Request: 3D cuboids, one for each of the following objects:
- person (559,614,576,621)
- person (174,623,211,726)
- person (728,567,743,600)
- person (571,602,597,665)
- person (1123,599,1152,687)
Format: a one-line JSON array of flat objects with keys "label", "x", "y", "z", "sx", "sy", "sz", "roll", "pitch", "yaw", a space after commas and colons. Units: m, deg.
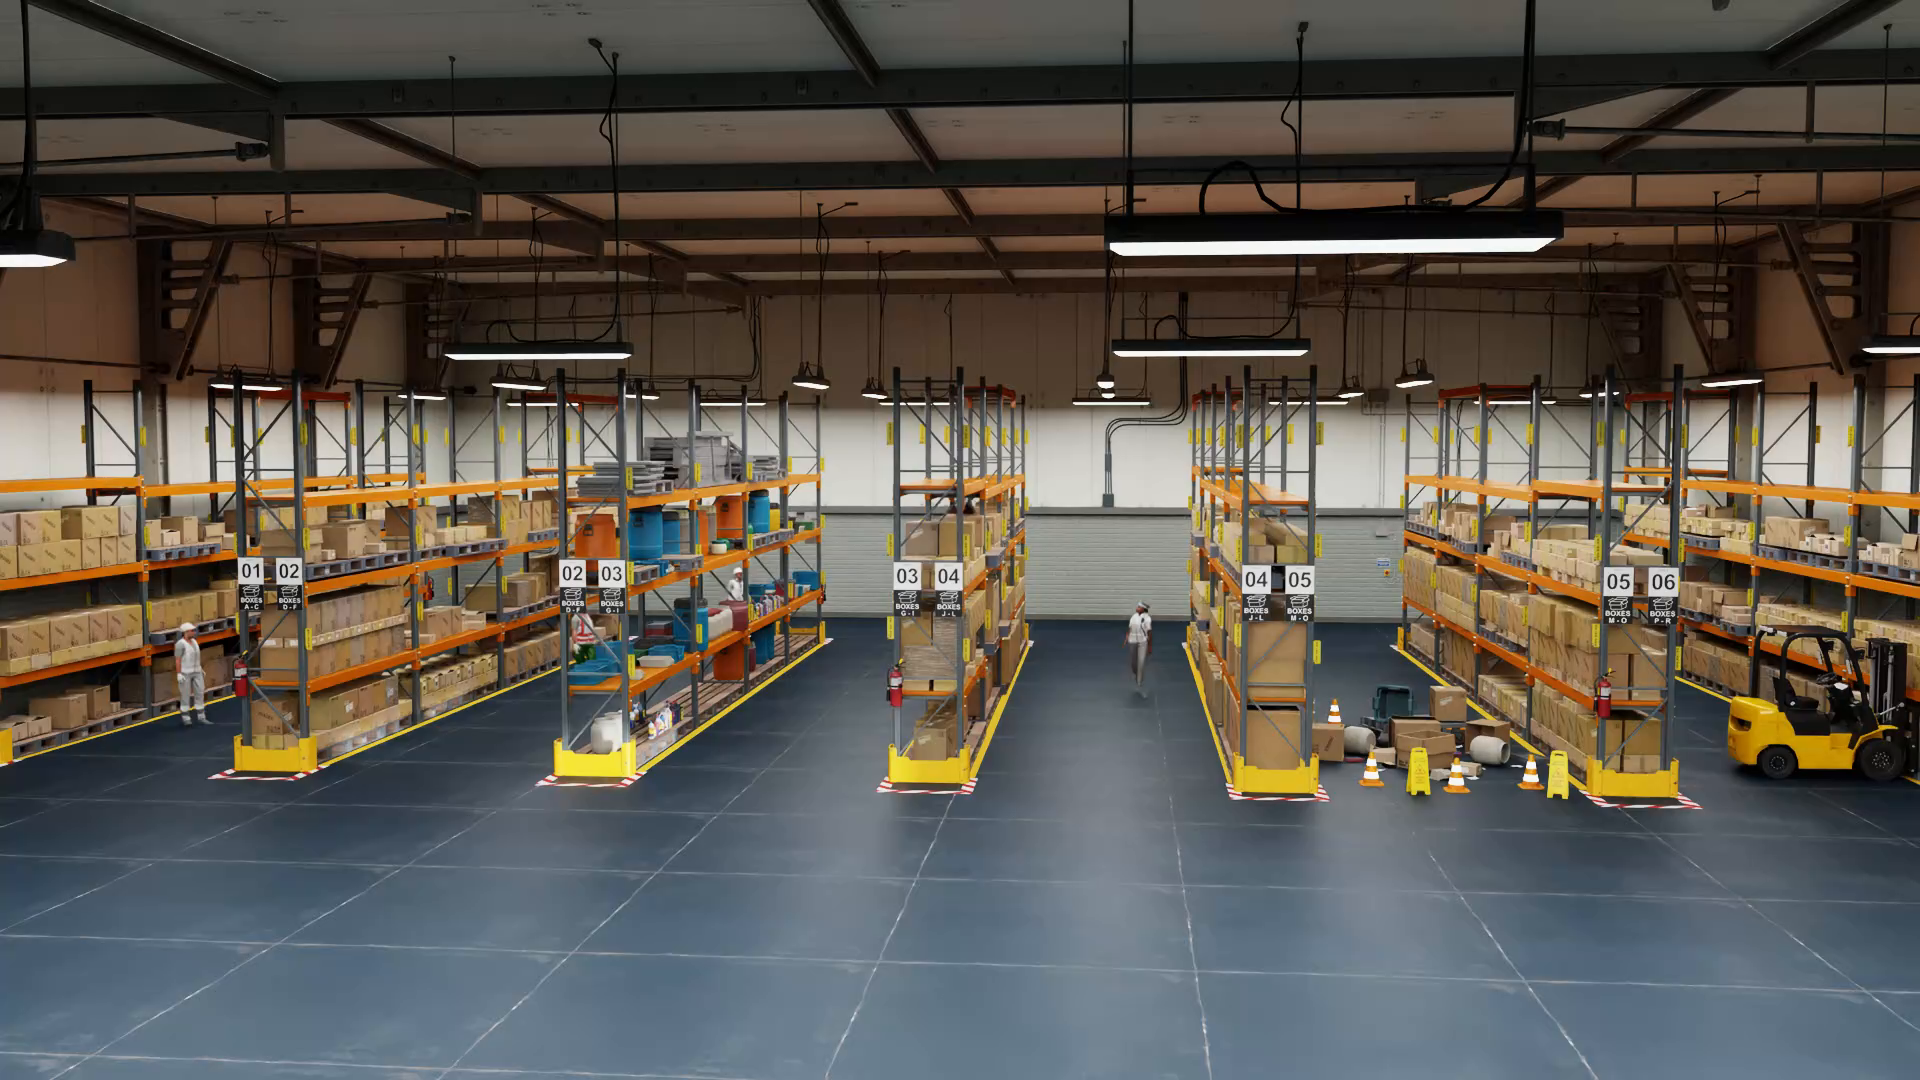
[{"label": "person", "x": -10.163, "y": 1.511, "z": 42.997, "sx": 0.712, "sy": 1.840, "sz": 0.900, "roll": 0, "pitch": 4, "yaw": 7}, {"label": "person", "x": -13.327, "y": 2.325, "z": 28.810, "sx": 0.420, "sy": 1.796, "sz": 0.610, "roll": 2, "pitch": 4, "yaw": 32}, {"label": "person", "x": -5.520, "y": 1.549, "z": 41.325, "sx": 0.499, "sy": 1.722, "sz": 0.994, "roll": 0, "pitch": 4, "yaw": -6}, {"label": "person", "x": -7.372, "y": 2.071, "z": 32.880, "sx": 0.588, "sy": 1.789, "sz": 0.604, "roll": -3, "pitch": 5, "yaw": -42}, {"label": "person", "x": 3.421, "y": 1.957, "z": 31.958, "sx": 0.557, "sy": 1.641, "sz": 0.926, "roll": 1, "pitch": 4, "yaw": 11}]
